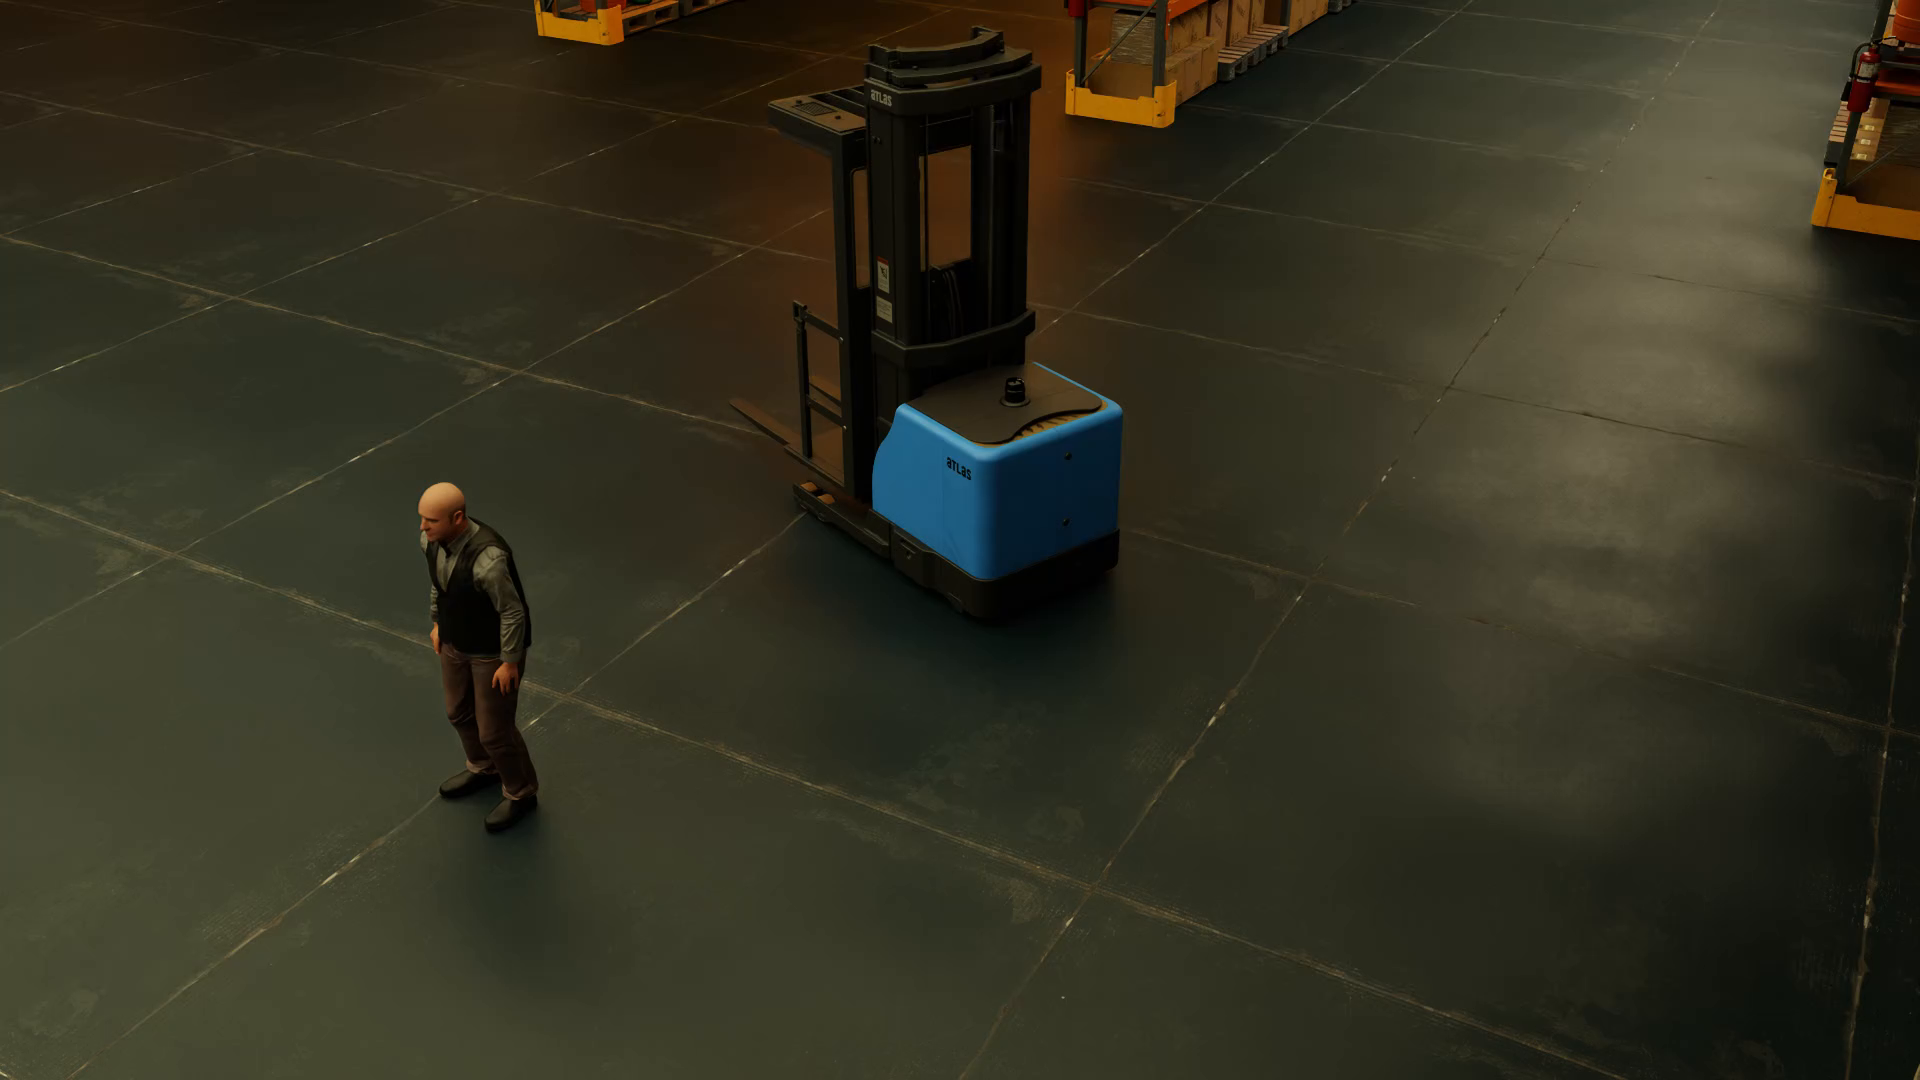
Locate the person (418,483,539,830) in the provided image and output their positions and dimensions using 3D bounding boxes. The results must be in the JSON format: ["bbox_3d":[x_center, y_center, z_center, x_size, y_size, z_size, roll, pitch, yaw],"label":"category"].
[{"bbox_3d":[-2.147,0.479,7.454,0.581,1.719,0.426,23,37,34],"label":"person"}]

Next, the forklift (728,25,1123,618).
[{"bbox_3d":[-0.377,-1.516,9.698,1.130,2.935,3.031,-21,36,-32],"label":"forklift"}]
